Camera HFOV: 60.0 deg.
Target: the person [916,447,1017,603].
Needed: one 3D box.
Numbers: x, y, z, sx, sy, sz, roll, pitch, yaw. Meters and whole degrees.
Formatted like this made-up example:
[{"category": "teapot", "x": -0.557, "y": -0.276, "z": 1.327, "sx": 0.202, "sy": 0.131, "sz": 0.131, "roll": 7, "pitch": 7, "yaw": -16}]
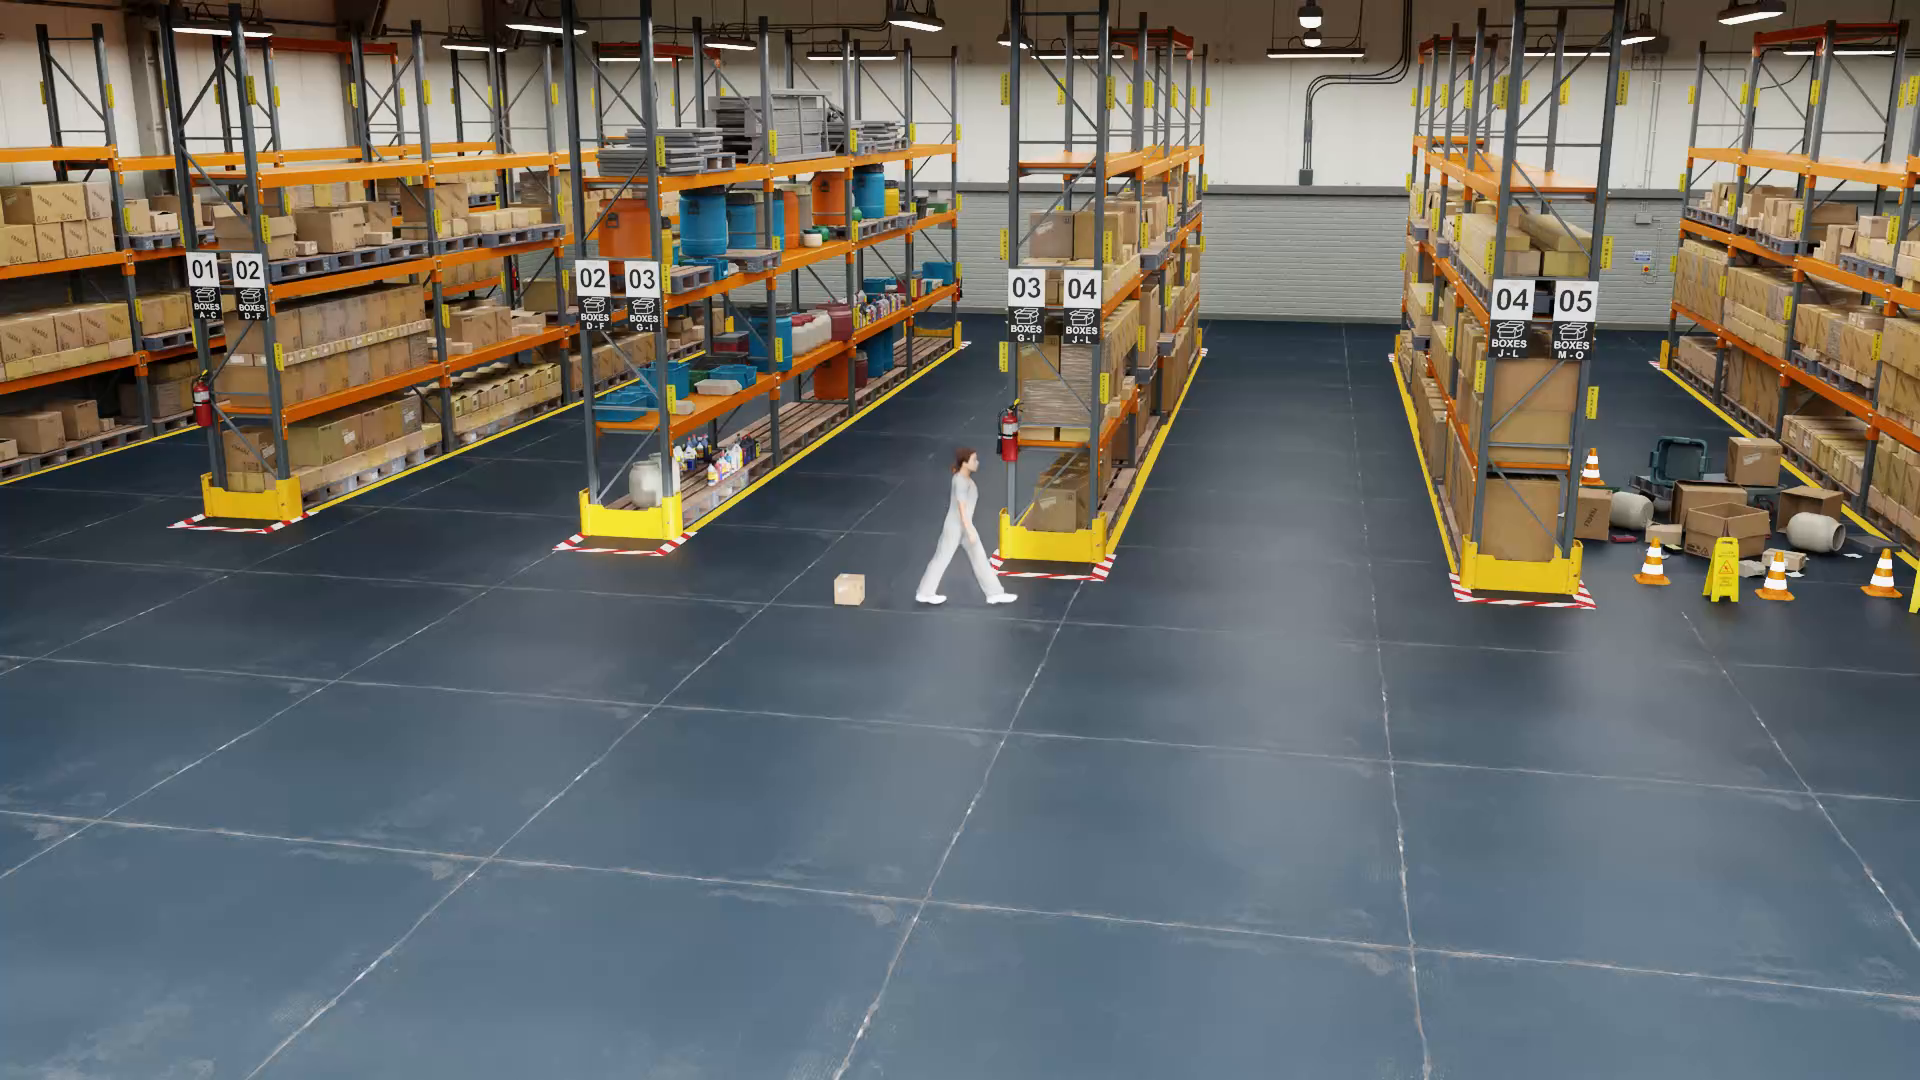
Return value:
[{"category": "person", "x": 0.054, "y": -0.135, "z": 16.520, "sx": 1.011, "sy": 1.598, "sz": 0.469, "roll": 3, "pitch": 15, "yaw": 10}]
